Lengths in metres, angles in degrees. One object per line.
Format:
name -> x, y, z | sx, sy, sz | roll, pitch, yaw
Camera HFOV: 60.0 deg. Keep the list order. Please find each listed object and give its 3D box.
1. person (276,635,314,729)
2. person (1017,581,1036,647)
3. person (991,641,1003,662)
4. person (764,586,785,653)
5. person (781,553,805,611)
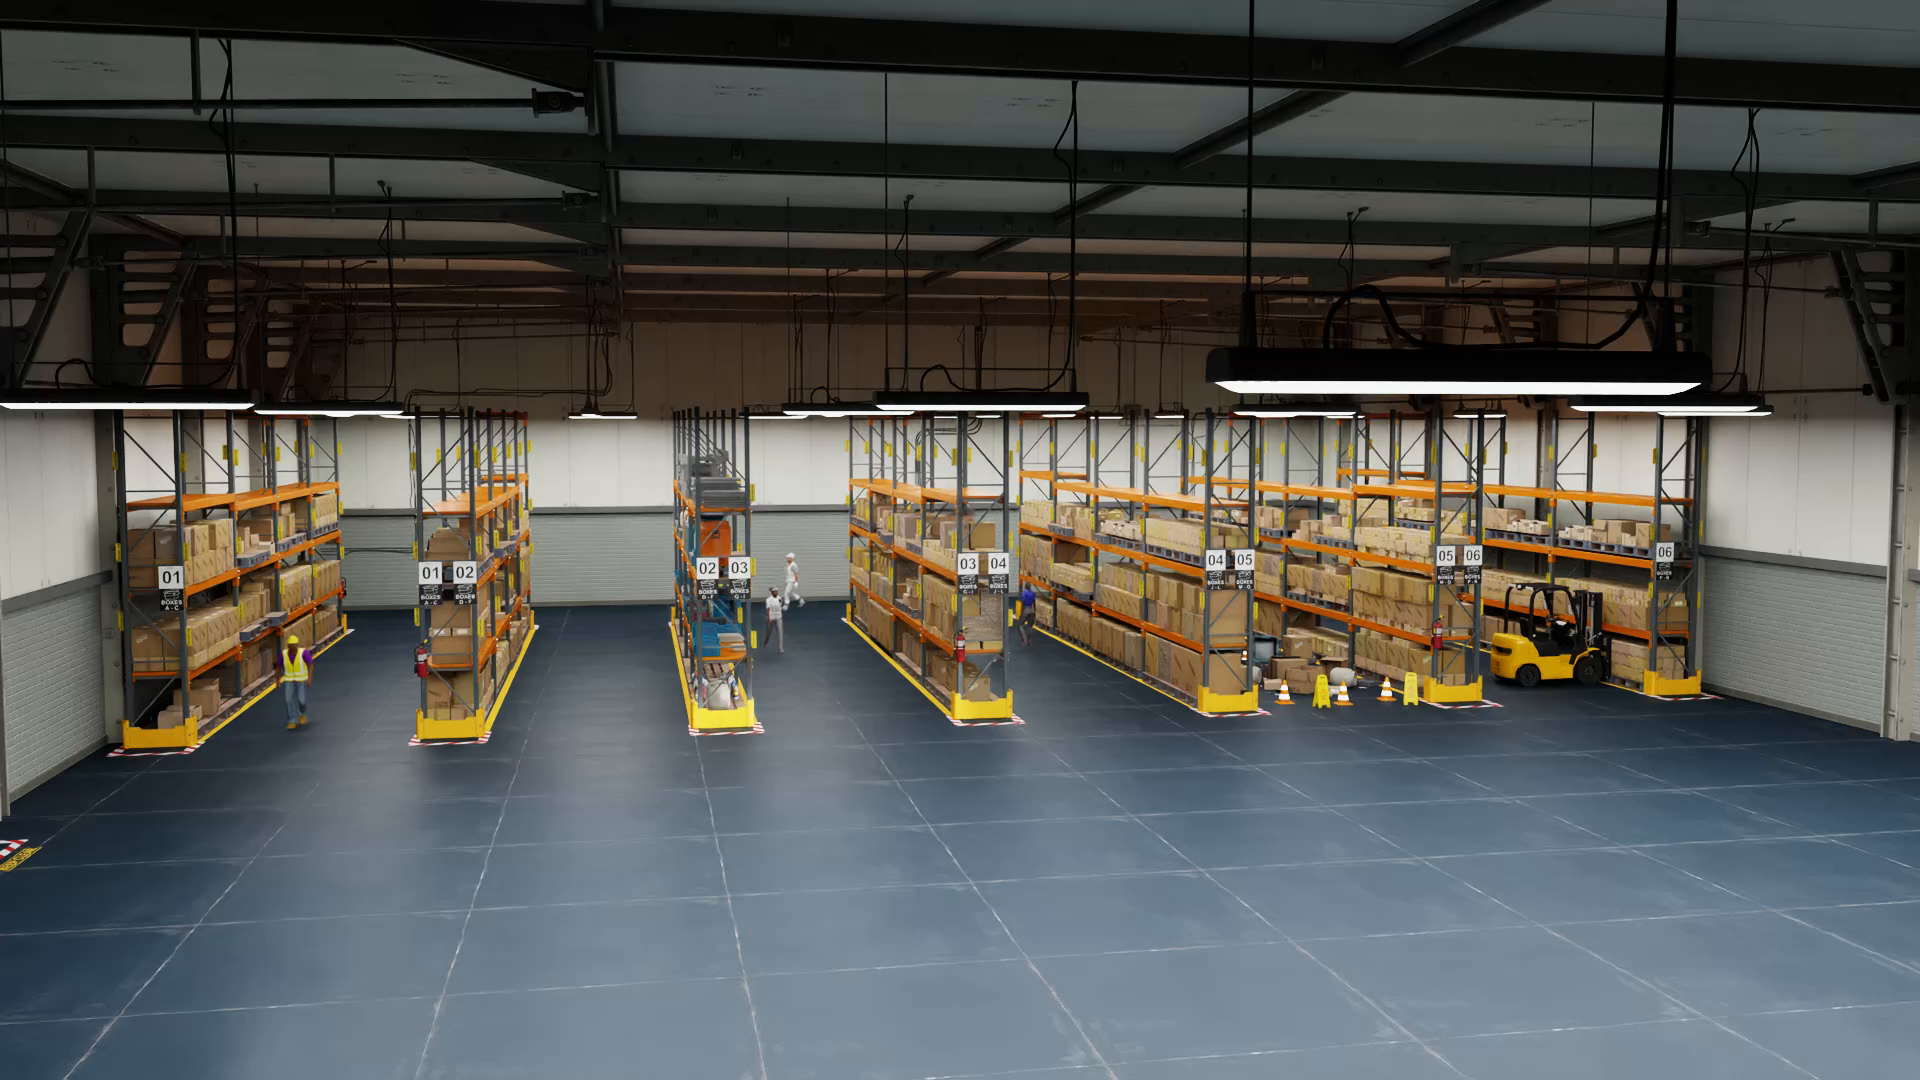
person -> -12.476, 2.640, 31.213 | 0.672, 1.746, 0.619 | -1, 4, -10
person -> 1.714, 1.901, 42.487 | 0.501, 1.669, 0.365 | -3, 5, -34
person -> 0.882, 2.073, 39.590 | 0.515, 1.673, 0.530 | 0, 4, 0
person -> -4.610, 1.944, 41.264 | 0.431, 1.644, 0.984 | -2, 4, -21
person -> -5.087, 1.269, 50.353 | 0.942, 1.766, 0.602 | -3, 5, -32
